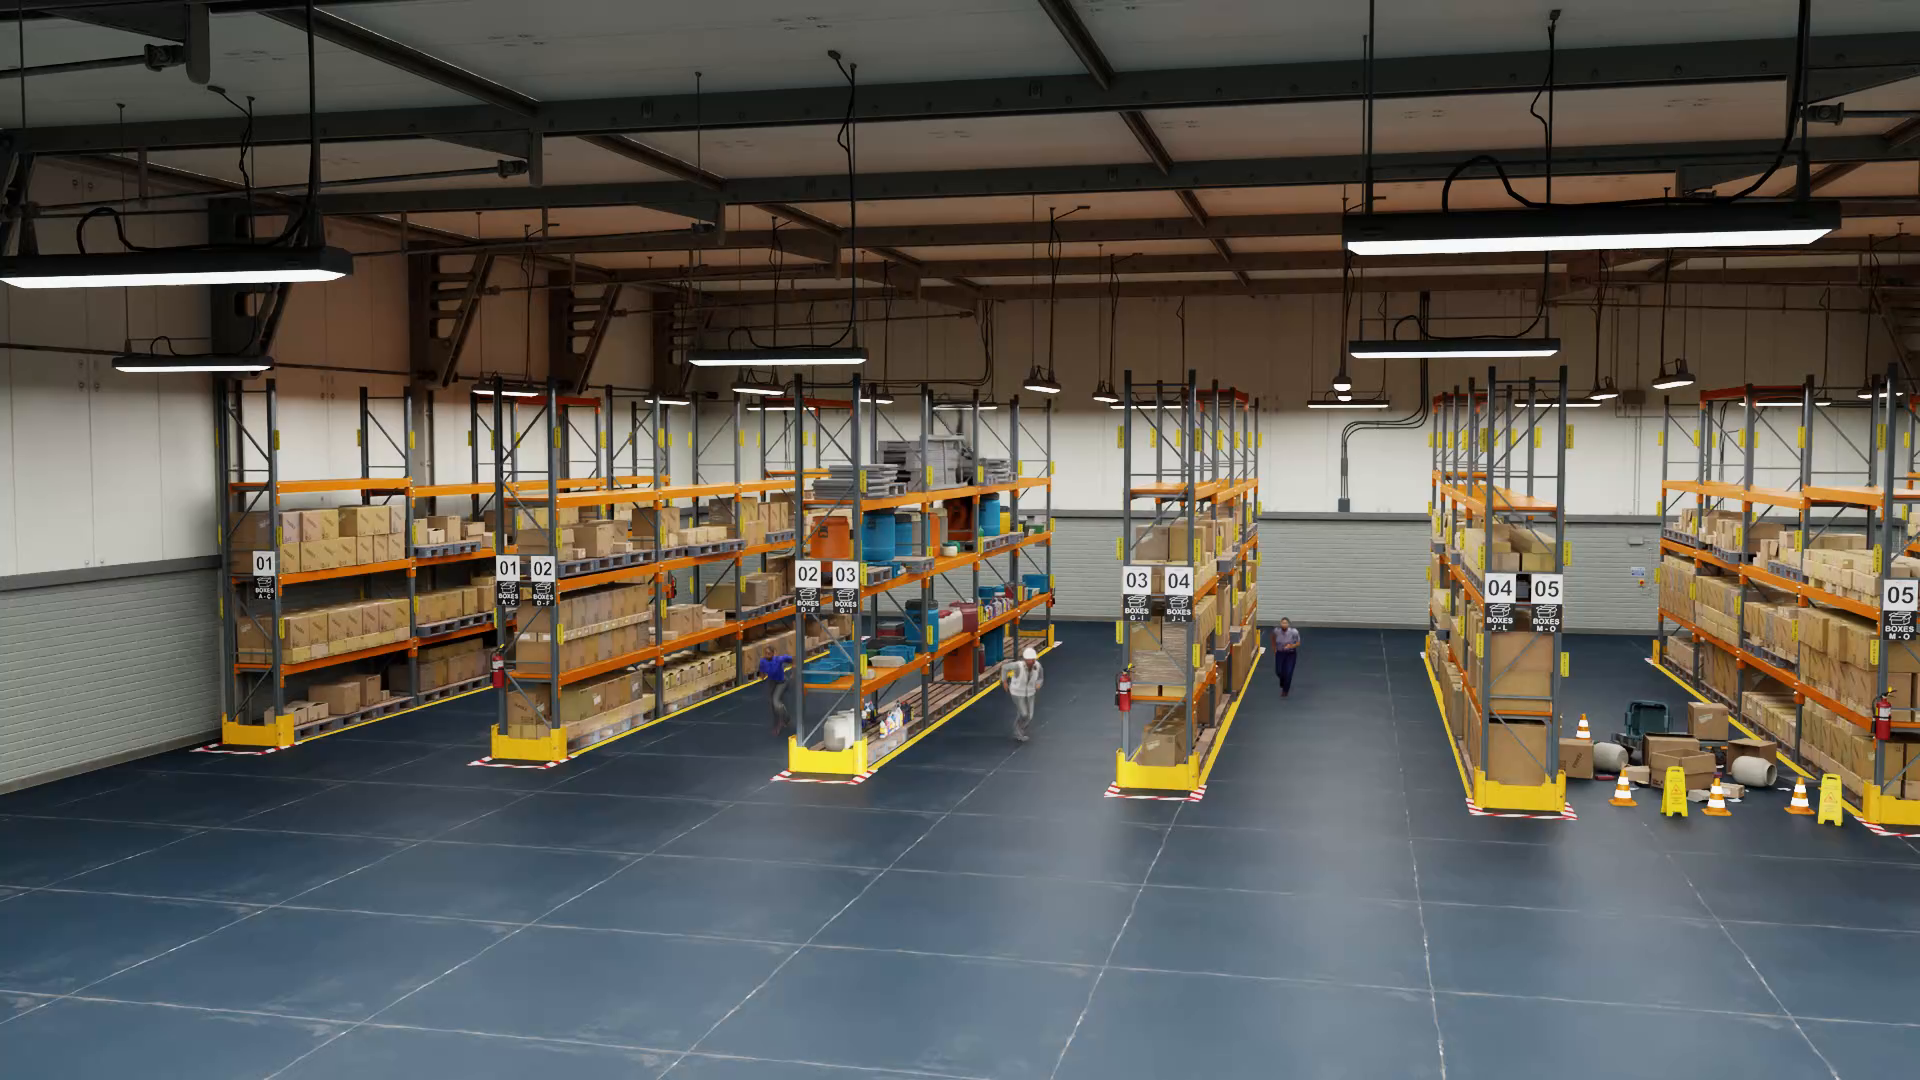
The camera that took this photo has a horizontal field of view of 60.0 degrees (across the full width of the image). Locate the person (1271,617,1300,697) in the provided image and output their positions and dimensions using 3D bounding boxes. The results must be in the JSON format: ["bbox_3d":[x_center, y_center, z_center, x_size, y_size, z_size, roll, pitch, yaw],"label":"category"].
[{"bbox_3d":[6.332,2.290,32.431,0.592,1.564,0.668,1,4,17],"label":"person"}]

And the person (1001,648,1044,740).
[{"bbox_3d":[1.036,2.555,27.451,0.685,1.599,0.867,-1,4,-17],"label":"person"}]

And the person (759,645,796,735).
[{"bbox_3d":[-3.089,2.559,28.414,0.615,1.576,0.959,1,4,19],"label":"person"}]
